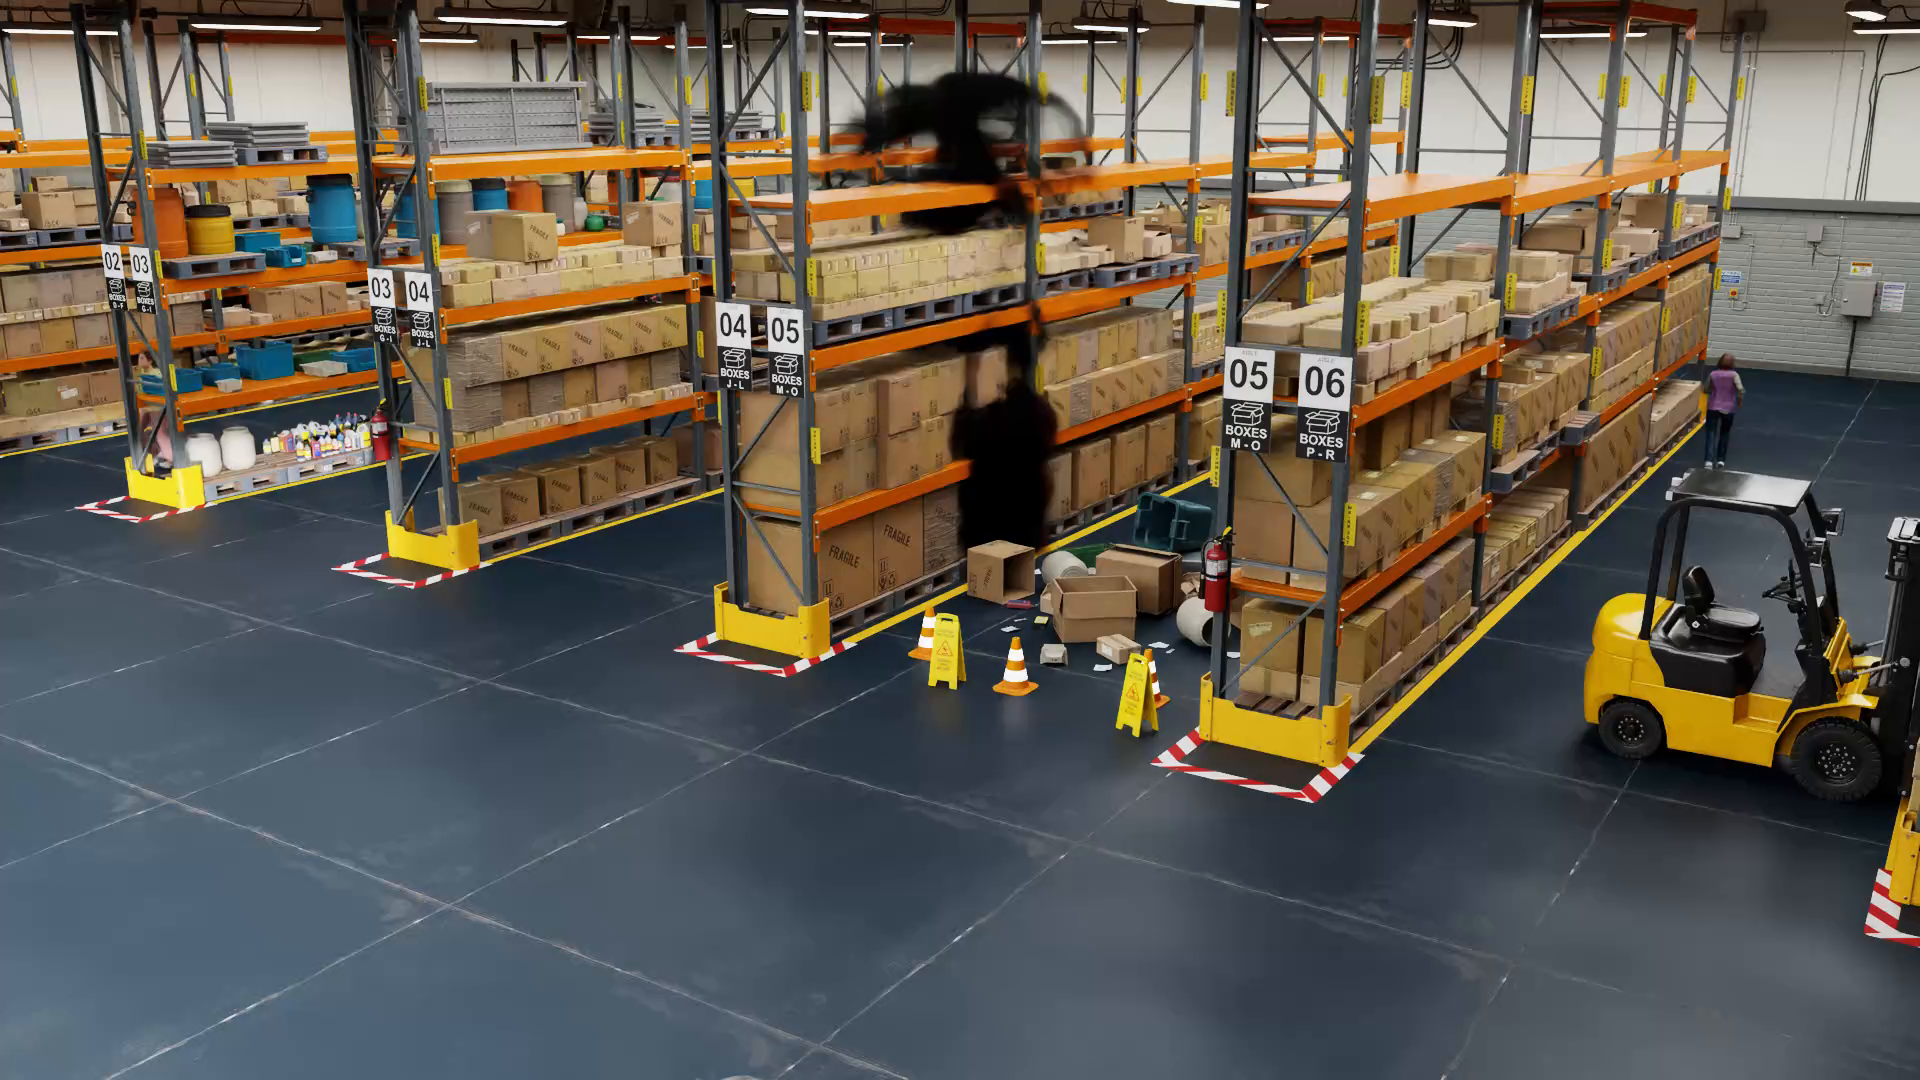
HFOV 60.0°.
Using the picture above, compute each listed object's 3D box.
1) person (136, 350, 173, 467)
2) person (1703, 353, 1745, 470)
[{"bbox_3d":[-10.898,-1.753,22.461,0.581,1.641,0.618,8,17,26],"label":"person"},{"bbox_3d":[10.186,-1.691,22.259,0.519,1.626,0.797,7,17,25],"label":"person"}]
